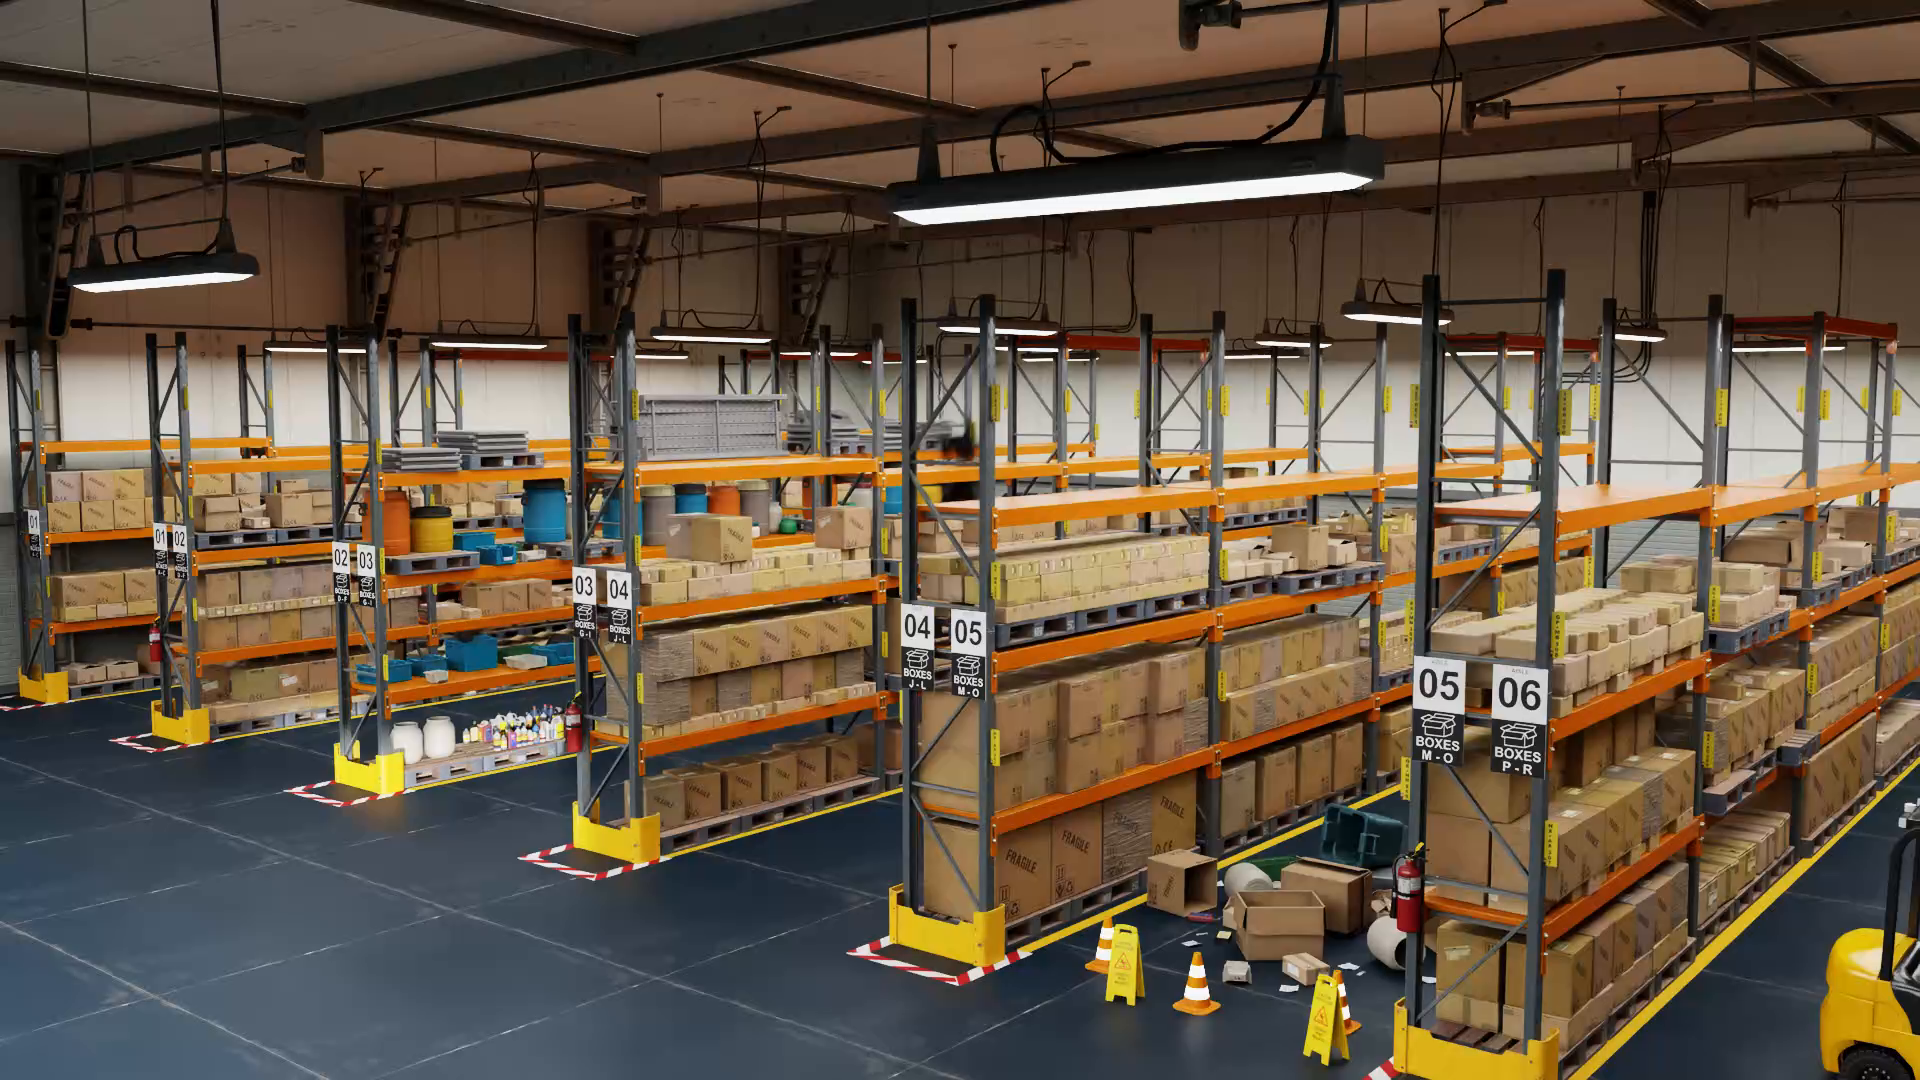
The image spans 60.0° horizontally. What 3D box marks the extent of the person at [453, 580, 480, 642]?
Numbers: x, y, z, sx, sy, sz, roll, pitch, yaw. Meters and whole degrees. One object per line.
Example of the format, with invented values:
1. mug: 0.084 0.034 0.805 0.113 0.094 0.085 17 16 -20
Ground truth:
1. person: -8.918 1.570 30.333 0.729 1.731 0.671 3 6 34

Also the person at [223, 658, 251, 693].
1. person: -11.774 1.865 27.294 0.631 1.798 0.768 3 6 28
